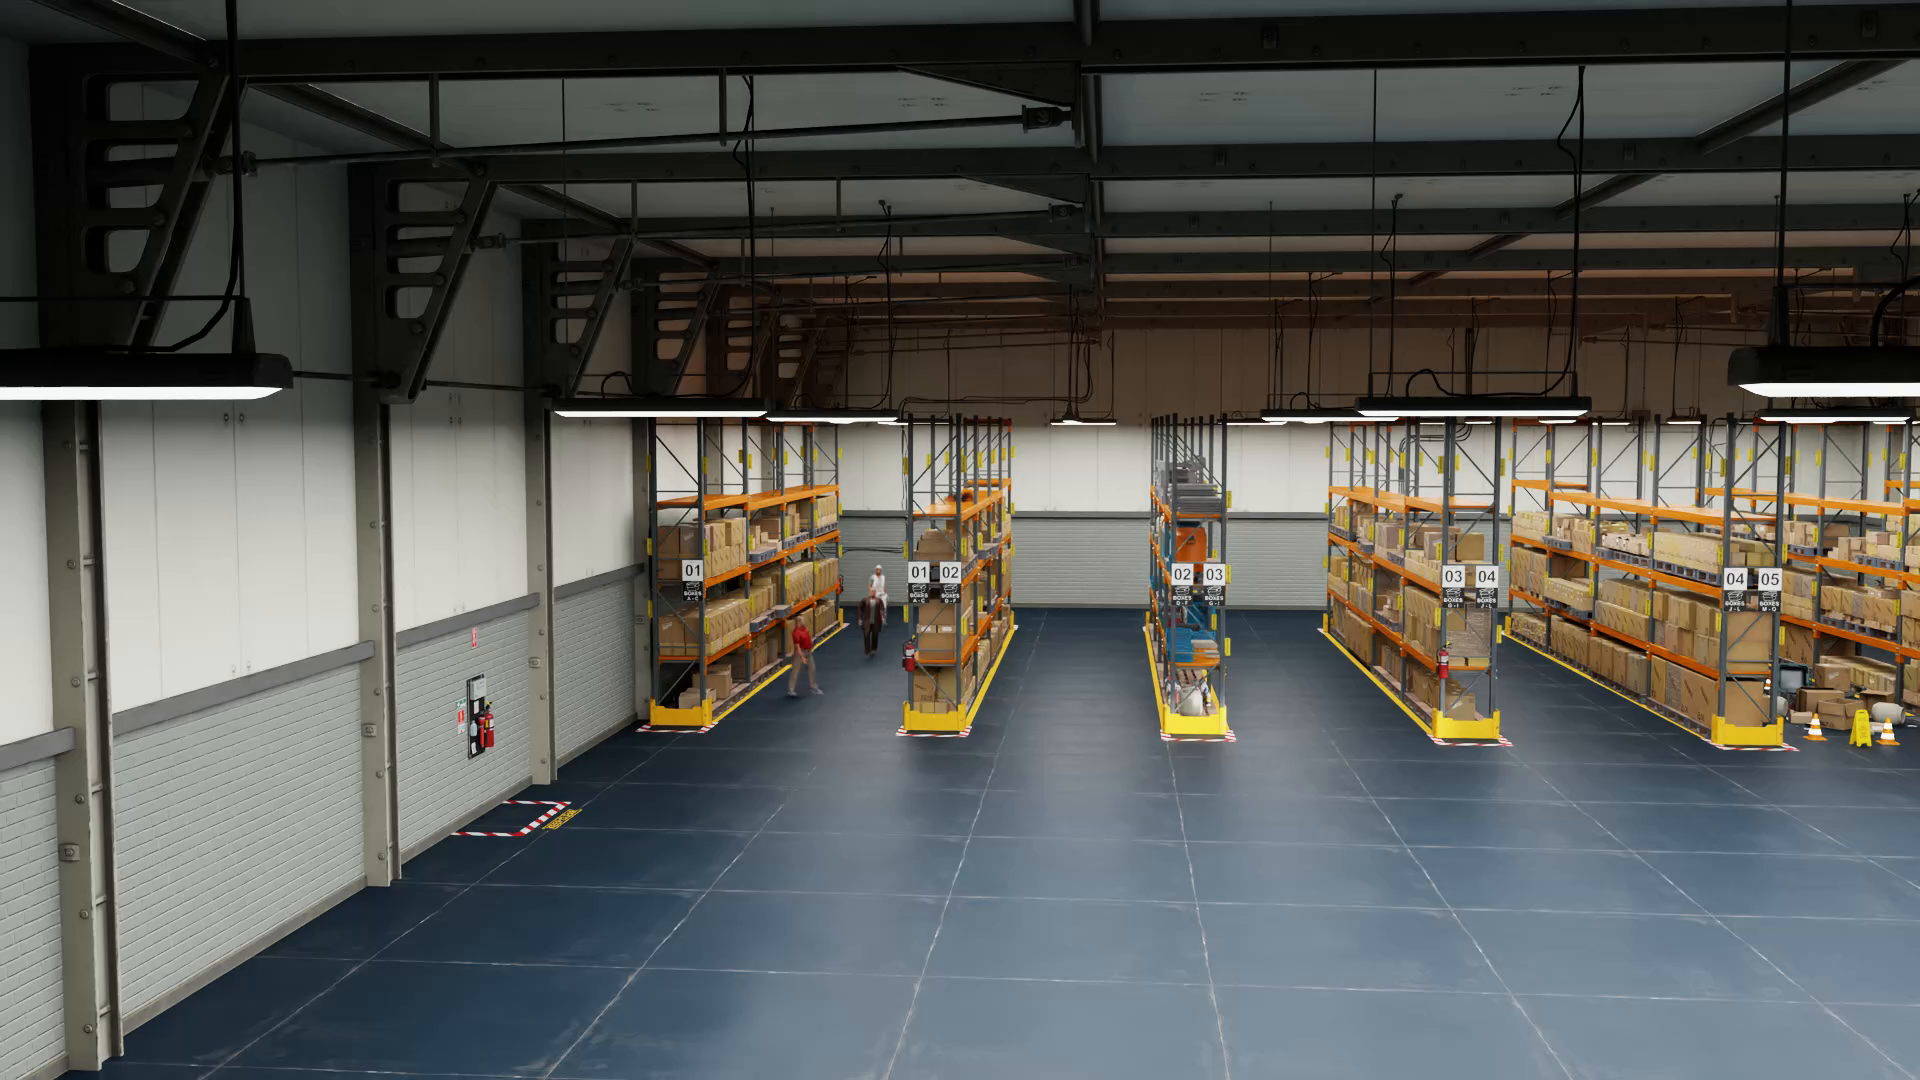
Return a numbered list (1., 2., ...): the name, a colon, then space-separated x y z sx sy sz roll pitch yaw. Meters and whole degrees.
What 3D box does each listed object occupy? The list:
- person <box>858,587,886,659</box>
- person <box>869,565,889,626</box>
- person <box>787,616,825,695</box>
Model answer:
1. person: -2.216 2.091 41.675 0.713 1.814 0.936 0 4 4
2. person: -2.380 1.595 48.205 0.659 1.749 0.740 -3 5 -36
3. person: -3.327 2.481 35.659 0.589 1.736 0.733 3 5 33
